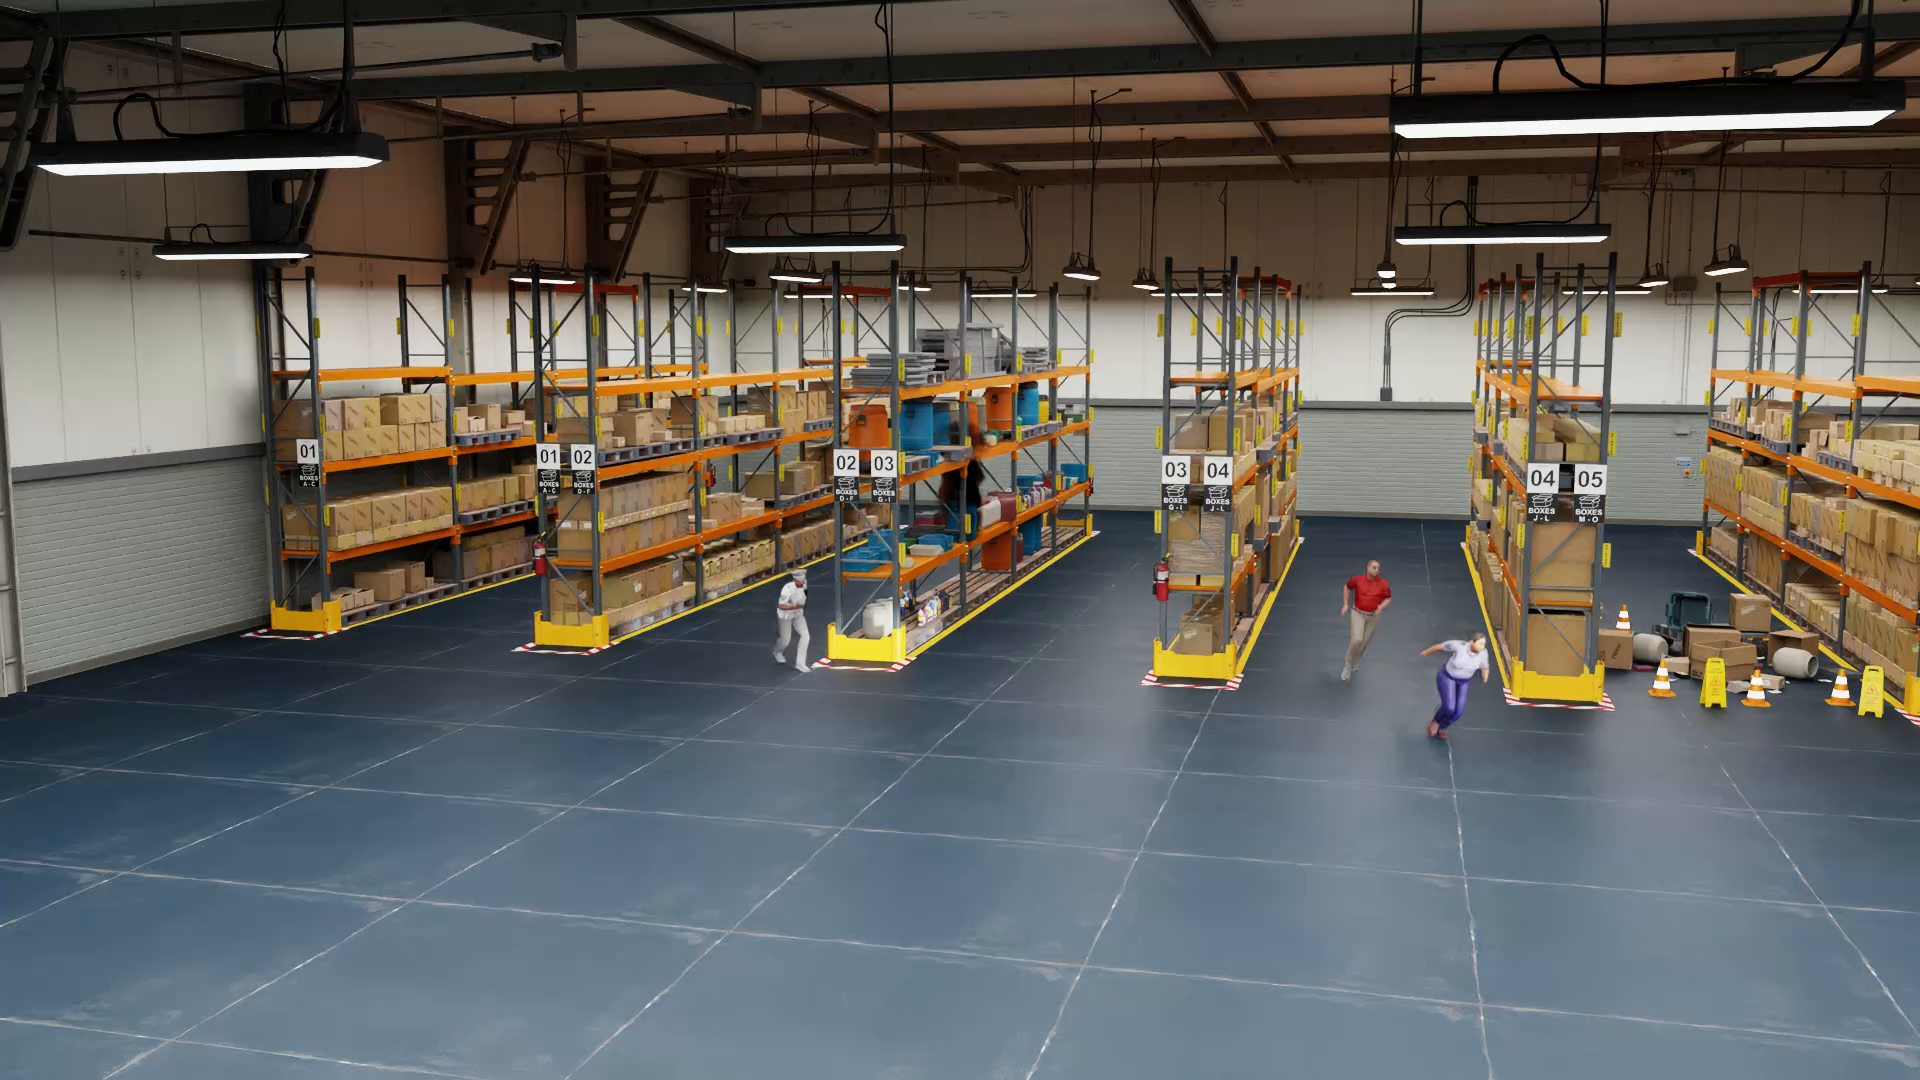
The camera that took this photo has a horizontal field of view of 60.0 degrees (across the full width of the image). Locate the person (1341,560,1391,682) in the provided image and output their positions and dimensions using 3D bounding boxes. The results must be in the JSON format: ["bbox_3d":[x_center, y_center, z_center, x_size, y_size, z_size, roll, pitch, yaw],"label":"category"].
[{"bbox_3d":[5.797,1.127,23.901,0.732,1.712,0.846,0,7,-1],"label":"person"}]

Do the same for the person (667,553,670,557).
[{"bbox_3d":[-6.219,-0.187,34.540,0.501,1.625,0.825,2,8,18],"label":"person"}]

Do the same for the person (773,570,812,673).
[{"bbox_3d":[-2.515,1.162,24.528,0.601,1.537,1.057,-5,9,-37],"label":"person"}]

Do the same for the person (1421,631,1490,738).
[{"bbox_3d":[6.052,1.756,20.133,0.608,1.413,0.935,-2,7,-12],"label":"person"}]
